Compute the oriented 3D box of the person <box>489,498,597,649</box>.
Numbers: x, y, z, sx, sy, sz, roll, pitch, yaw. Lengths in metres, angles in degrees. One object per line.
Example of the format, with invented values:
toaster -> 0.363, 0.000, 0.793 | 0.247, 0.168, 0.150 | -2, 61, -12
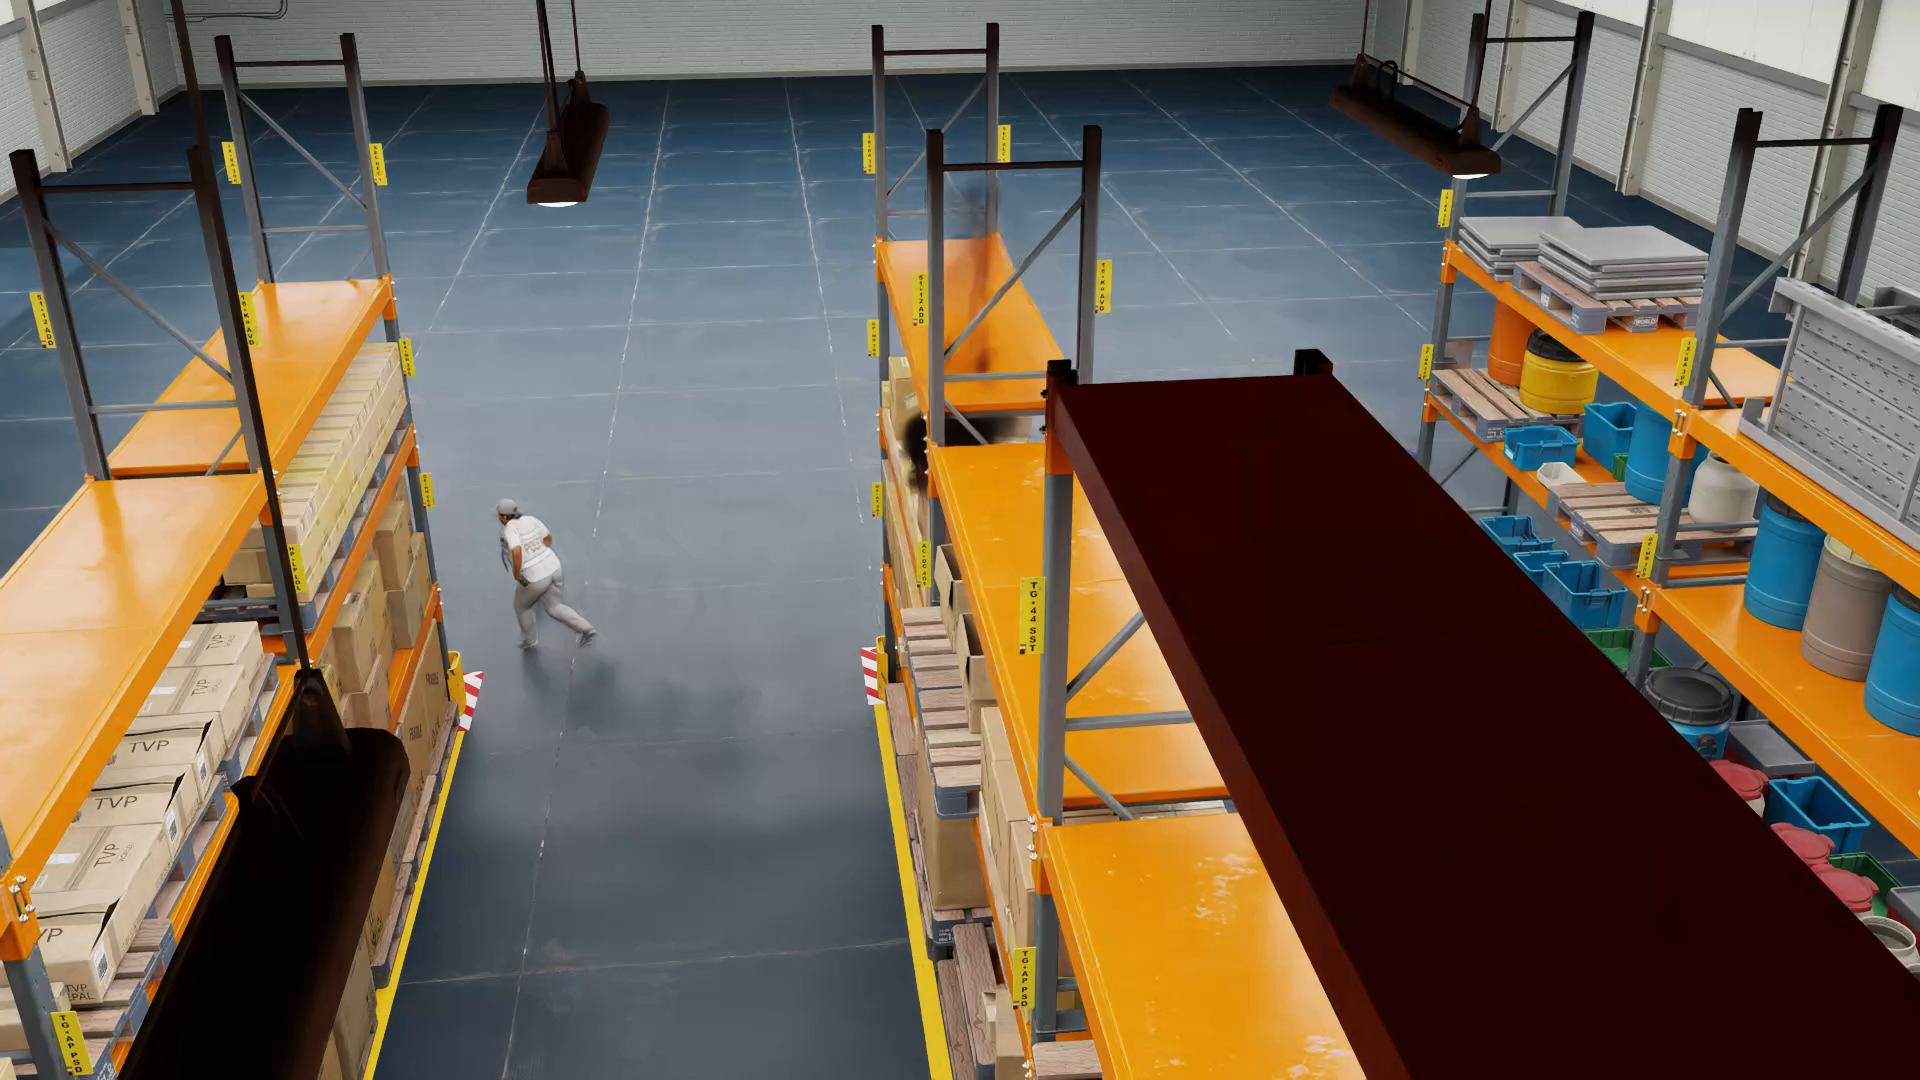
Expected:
person -> -3.974, 0.410, 15.862 | 1.012, 1.628, 0.631 | 8, 27, 17
